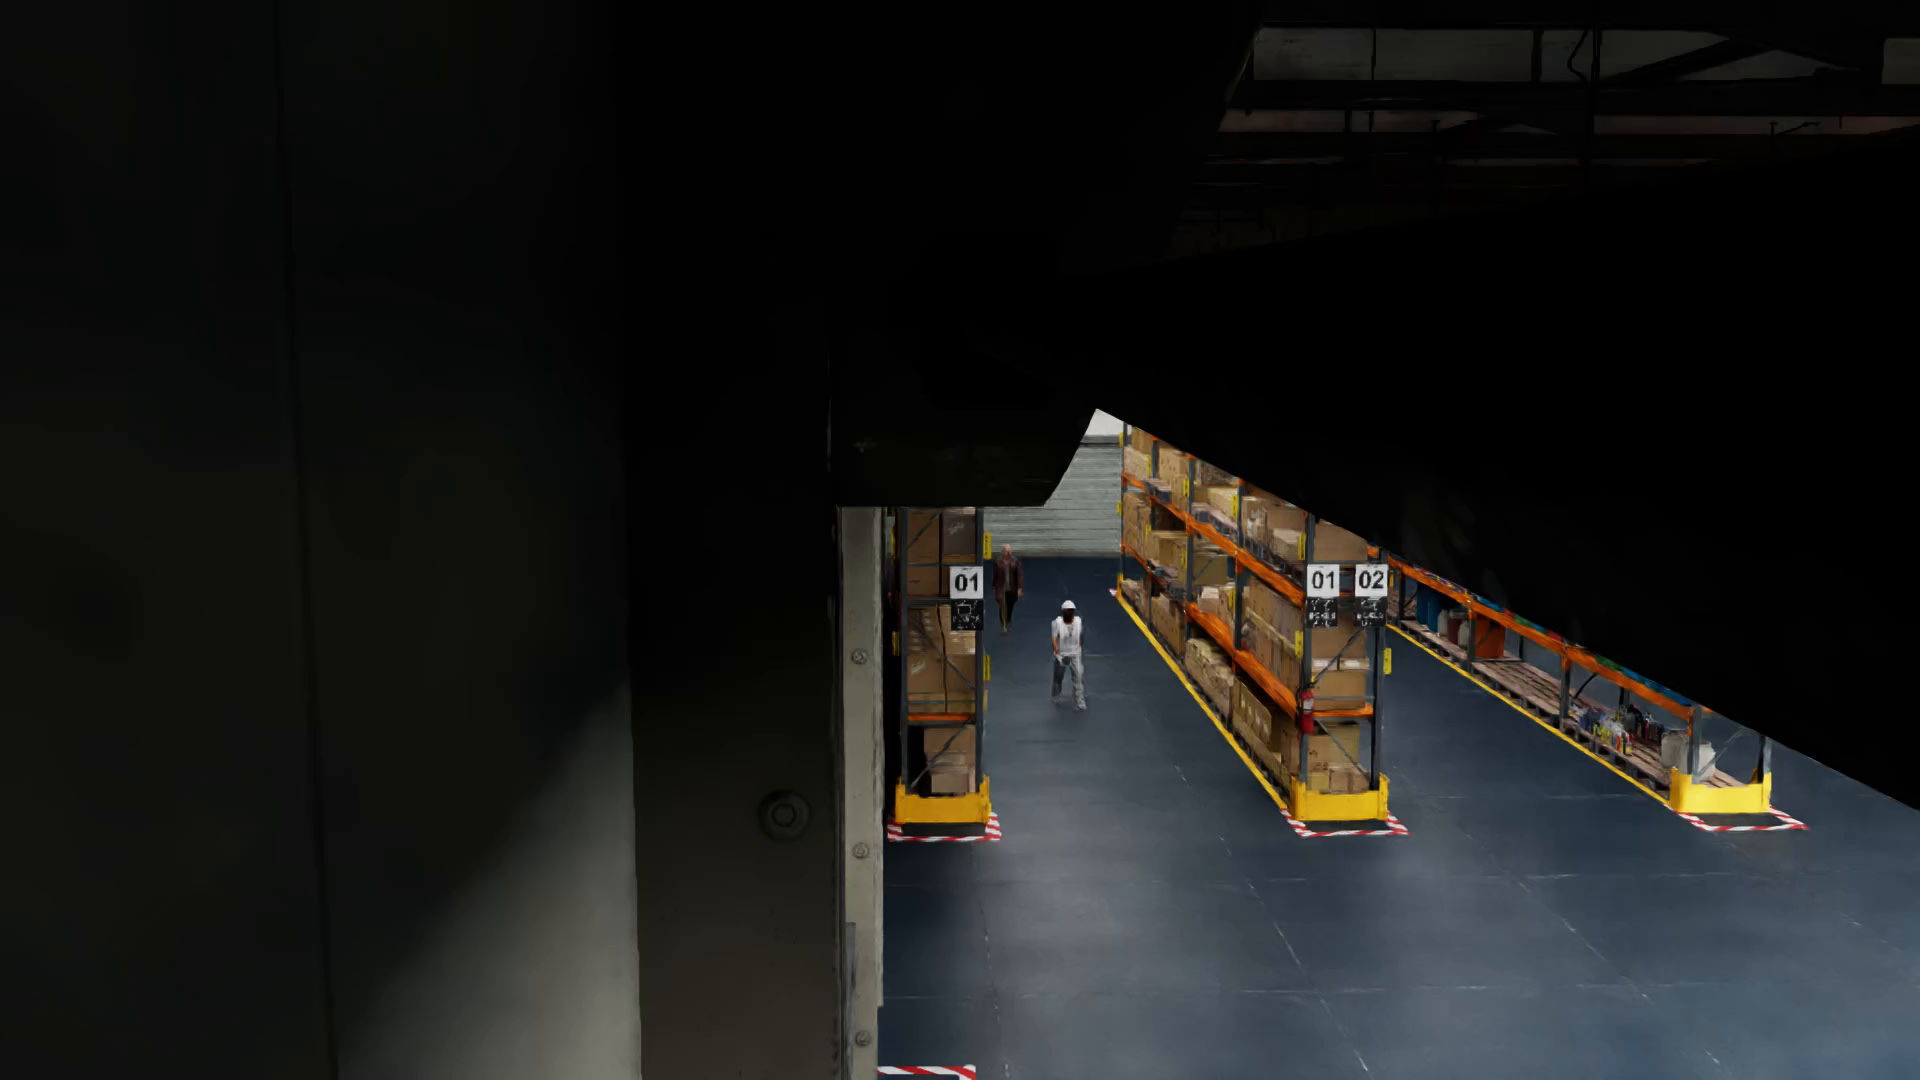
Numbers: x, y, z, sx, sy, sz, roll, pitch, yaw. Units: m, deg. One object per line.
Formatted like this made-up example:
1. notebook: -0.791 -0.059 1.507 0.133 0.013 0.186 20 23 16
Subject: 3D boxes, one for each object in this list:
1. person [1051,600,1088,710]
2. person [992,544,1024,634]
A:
1. person: 1.694 1.794 26.202 0.554 1.724 1.029 -1 8 -10
2. person: 0.932 0.934 32.346 0.600 1.725 1.111 -1 8 -4
